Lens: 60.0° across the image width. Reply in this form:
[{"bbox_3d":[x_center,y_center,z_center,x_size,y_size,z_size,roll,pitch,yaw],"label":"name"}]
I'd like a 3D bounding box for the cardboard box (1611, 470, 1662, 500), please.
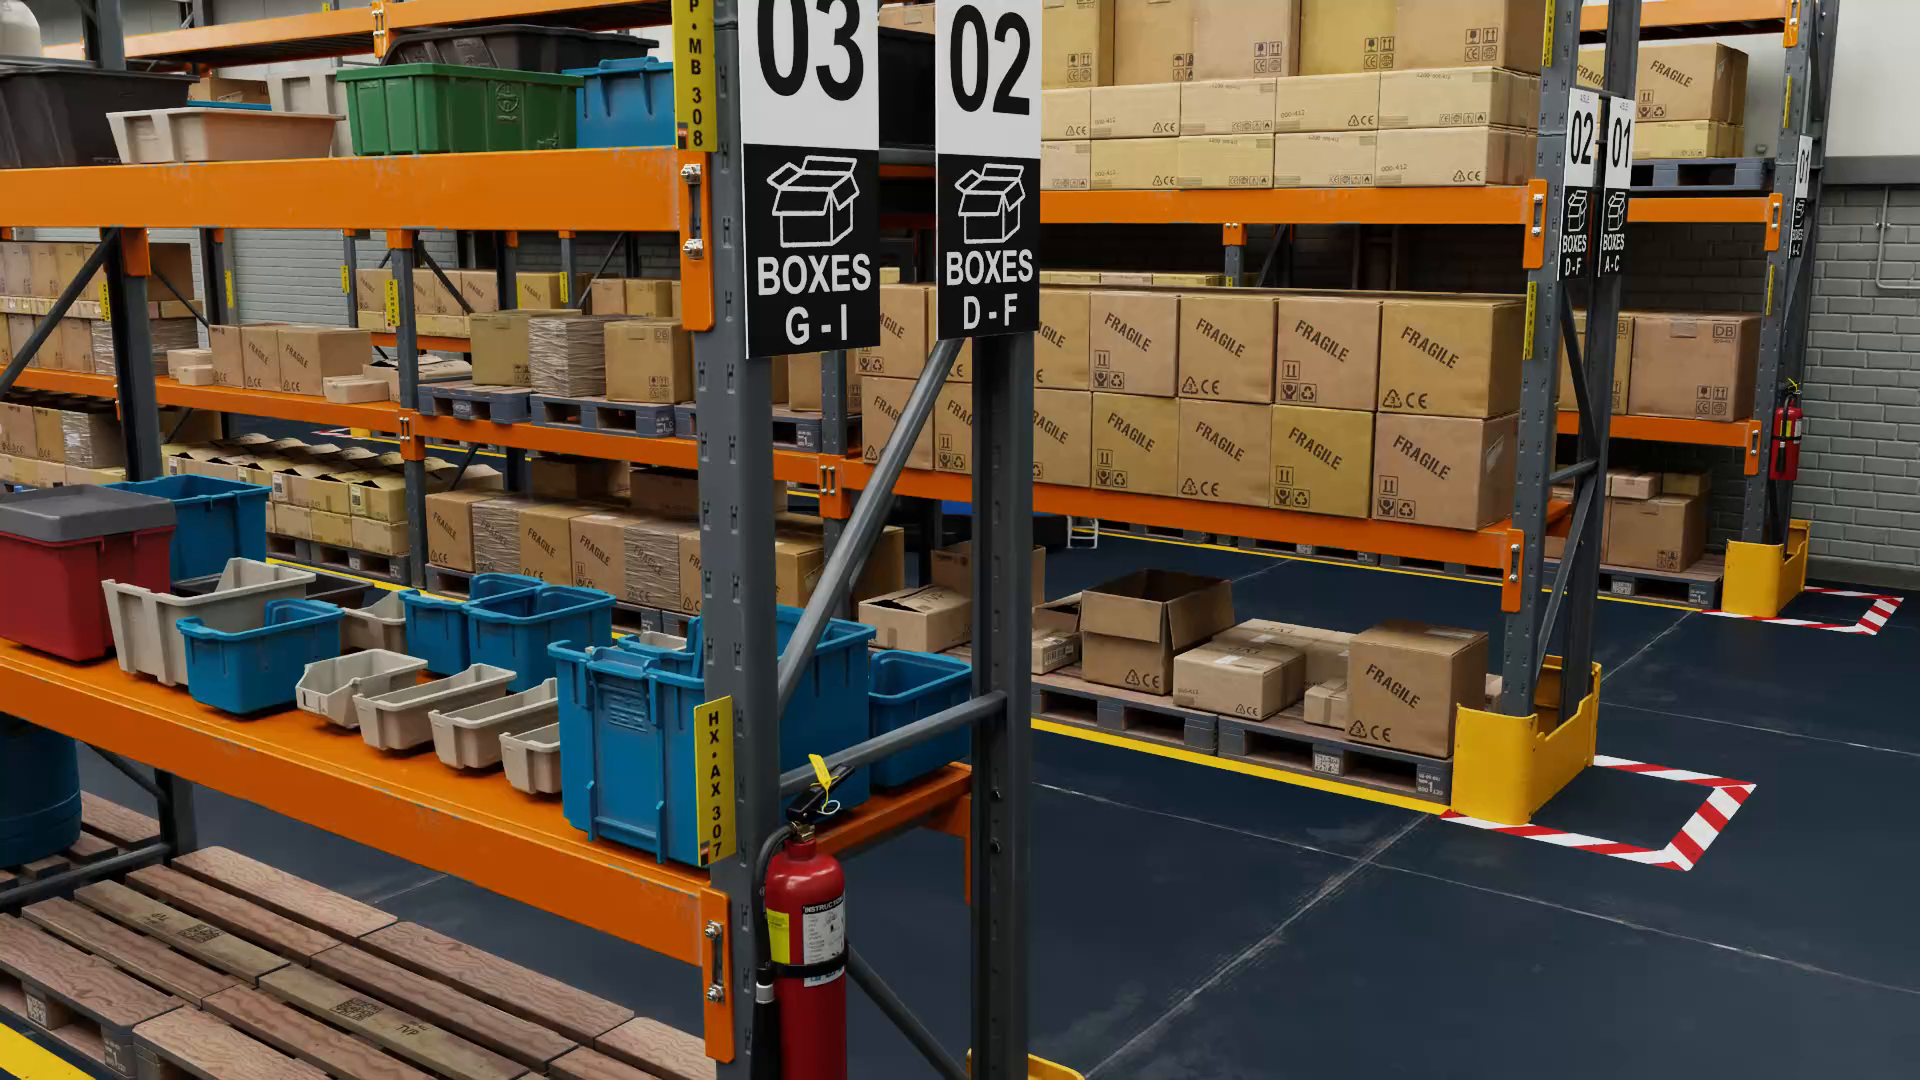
[{"bbox_3d":[4.863,-0.397,11.952,0.250,0.149,0.380,8,13,35],"label":"cardboard box"}]

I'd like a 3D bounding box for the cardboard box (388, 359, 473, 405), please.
[{"bbox_3d":[-3.947,-1.194,12.539,0.500,0.311,0.500,9,14,39],"label":"cardboard box"}]

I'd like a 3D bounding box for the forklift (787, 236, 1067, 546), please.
[{"bbox_3d":[-0.626,-1.450,13.810,3.031,2.935,1.130,1,11,5],"label":"forklift"}]

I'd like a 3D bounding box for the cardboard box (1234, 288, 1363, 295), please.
[{"bbox_3d":[1.741,-1.036,8.590,0.500,0.500,0.500,8,14,36],"label":"cardboard box"}]

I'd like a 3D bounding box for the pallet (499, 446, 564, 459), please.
[{"bbox_3d":[-4.537,-1.100,19.158,1.213,0.211,1.003,8,13,36],"label":"pallet"}]

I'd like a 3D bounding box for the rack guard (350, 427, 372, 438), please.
[{"bbox_3d":[-7.137,-1.613,21.049,0.348,0.500,1.175,8,13,36],"label":"rack guard"}]

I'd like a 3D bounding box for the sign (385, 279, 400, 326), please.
[{"bbox_3d":[-4.005,-1.673,11.733,0.005,0.325,0.100,8,13,36],"label":"sign"}]

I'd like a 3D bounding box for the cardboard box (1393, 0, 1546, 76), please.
[{"bbox_3d":[2.345,-2.359,7.532,0.500,0.500,0.700,8,13,36],"label":"cardboard box"}]

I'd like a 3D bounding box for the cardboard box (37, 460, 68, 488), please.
[{"bbox_3d":[-8.216,-0.626,15.504,0.500,0.250,0.500,8,13,36],"label":"cardboard box"}]

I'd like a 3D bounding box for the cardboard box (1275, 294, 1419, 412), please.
[{"bbox_3d":[1.839,-0.895,7.865,0.500,0.500,0.500,8,14,37],"label":"cardboard box"}]

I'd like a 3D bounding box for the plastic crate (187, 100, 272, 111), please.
[{"bbox_3d":[-2.468,-1.320,5.497,0.300,0.233,0.416,8,13,36],"label":"plastic crate"}]

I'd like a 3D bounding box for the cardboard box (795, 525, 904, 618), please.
[{"bbox_3d":[-0.701,0.179,10.629,0.500,0.500,0.500,7,13,33],"label":"cardboard box"}]

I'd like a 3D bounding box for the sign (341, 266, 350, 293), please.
[{"bbox_3d":[-7.520,-3.190,20.344,0.005,0.325,0.100,8,13,36],"label":"sign"}]

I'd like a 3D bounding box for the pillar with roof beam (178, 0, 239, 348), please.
[{"bbox_3d":[-13.506,-5.863,20.644,0.400,9.000,9.100,8,13,36],"label":"pillar with roof beam"}]

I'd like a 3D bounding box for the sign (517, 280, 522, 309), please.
[{"bbox_3d":[-3.366,-1.804,12.617,0.005,0.325,0.100,8,13,36],"label":"sign"}]

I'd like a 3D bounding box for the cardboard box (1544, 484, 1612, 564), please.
[{"bbox_3d":[4.671,-0.148,12.373,0.500,0.500,0.700,8,13,35],"label":"cardboard box"}]

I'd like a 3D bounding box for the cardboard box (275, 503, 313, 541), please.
[{"bbox_3d":[-5.069,-0.183,13.210,0.500,0.250,0.500,8,14,37],"label":"cardboard box"}]

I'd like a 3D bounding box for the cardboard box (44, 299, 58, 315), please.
[{"bbox_3d":[-8.069,-2.120,15.119,0.250,0.149,0.380,8,13,35],"label":"cardboard box"}]

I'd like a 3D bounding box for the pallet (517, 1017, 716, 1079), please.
[{"bbox_3d":[-0.808,1.738,4.493,1.213,0.211,1.003,8,13,36],"label":"pallet"}]

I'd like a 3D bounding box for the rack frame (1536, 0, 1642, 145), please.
[{"bbox_3d":[2.768,-3.236,7.066,0.127,3.000,1.000,8,13,36],"label":"rack frame"}]

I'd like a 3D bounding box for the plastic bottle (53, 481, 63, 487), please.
[{"bbox_3d":[-3.515,-0.052,6.532,0.185,0.351,0.144,8,13,36],"label":"plastic bottle"}]

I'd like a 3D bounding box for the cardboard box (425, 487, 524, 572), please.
[{"bbox_3d":[-3.482,-0.084,11.989,0.500,0.500,0.500,9,14,38],"label":"cardboard box"}]

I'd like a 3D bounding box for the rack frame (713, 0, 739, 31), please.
[{"bbox_3d":[-0.167,-2.478,3.148,0.127,3.000,1.000,8,13,36],"label":"rack frame"}]

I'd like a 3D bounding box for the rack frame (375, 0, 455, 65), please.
[{"bbox_3d":[-3.680,-4.136,11.715,0.127,3.000,1.000,8,13,36],"label":"rack frame"}]

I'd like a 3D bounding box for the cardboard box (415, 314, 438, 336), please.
[{"bbox_3d":[-6.159,-2.567,19.742,0.500,0.250,0.500,8,13,35],"label":"cardboard box"}]

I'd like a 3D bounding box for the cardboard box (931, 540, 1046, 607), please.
[{"bbox_3d":[0.172,0.291,10.049,0.500,0.500,0.500,8,13,36],"label":"cardboard box"}]

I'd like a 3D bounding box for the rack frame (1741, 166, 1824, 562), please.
[{"bbox_3d":[5.698,-1.050,11.558,0.127,3.000,1.000,8,13,36],"label":"rack frame"}]

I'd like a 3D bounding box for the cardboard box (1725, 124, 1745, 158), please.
[{"bbox_3d":[5.254,-2.823,11.856,0.500,0.250,0.500,9,14,38],"label":"cardboard box"}]

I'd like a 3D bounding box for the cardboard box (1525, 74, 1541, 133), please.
[{"bbox_3d":[2.508,-2.033,7.822,0.500,0.250,0.500,8,13,36],"label":"cardboard box"}]

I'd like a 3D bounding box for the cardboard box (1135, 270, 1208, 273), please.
[{"bbox_3d":[1.831,-2.222,14.543,0.500,0.250,0.500,8,14,36],"label":"cardboard box"}]

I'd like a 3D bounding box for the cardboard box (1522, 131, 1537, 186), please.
[{"bbox_3d":[2.505,-1.786,7.864,0.500,0.250,0.500,8,13,36],"label":"cardboard box"}]

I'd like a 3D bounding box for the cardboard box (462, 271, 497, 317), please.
[{"bbox_3d":[-5.344,-2.822,19.089,0.500,0.500,0.500,7,13,34],"label":"cardboard box"}]

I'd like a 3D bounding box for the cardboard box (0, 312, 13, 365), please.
[{"bbox_3d":[-8.936,-1.969,16.048,0.500,0.500,0.700,8,14,36],"label":"cardboard box"}]

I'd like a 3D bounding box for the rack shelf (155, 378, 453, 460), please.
[{"bbox_3d":[-5.292,-1.062,13.515,4.000,0.370,1.077,8,13,36],"label":"rack shelf"}]

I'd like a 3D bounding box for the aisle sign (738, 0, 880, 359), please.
[{"bbox_3d":[-0.282,-0.756,3.197,0.004,0.787,0.394,8,13,36],"label":"aisle sign"}]

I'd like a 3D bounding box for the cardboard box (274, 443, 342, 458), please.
[{"bbox_3d":[-5.584,-0.656,14.179,0.500,0.311,0.500,8,13,35],"label":"cardboard box"}]

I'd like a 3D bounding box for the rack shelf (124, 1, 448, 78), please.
[{"bbox_3d":[-5.292,-3.811,12.983,4.000,0.370,1.077,8,13,36],"label":"rack shelf"}]

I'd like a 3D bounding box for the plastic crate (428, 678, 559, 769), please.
[{"bbox_3d":[-1.156,0.468,4.248,0.243,0.136,0.396,8,13,36],"label":"plastic crate"}]

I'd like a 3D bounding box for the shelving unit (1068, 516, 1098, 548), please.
[{"bbox_3d":[1.036,-0.571,13.814,0.258,1.200,0.503,2,11,5],"label":"shelving unit"}]

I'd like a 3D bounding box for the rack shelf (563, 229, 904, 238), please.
[{"bbox_3d":[-2.362,-3.293,17.152,4.000,0.370,1.077,8,13,36],"label":"rack shelf"}]

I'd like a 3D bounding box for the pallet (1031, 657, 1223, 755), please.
[{"bbox_3d":[1.085,0.843,9.116,1.213,0.211,1.003,8,13,36],"label":"pallet"}]

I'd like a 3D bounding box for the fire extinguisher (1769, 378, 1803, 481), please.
[{"bbox_3d":[5.546,-0.741,11.147,0.183,0.674,0.296,8,13,36],"label":"fire extinguisher"}]

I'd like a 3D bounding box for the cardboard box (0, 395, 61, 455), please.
[{"bbox_3d":[-9.012,-1.109,16.026,0.500,0.500,0.500,8,13,36],"label":"cardboard box"}]

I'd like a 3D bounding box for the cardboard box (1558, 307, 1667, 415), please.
[{"bbox_3d":[4.688,-1.333,12.231,0.700,0.700,0.980,8,13,35],"label":"cardboard box"}]

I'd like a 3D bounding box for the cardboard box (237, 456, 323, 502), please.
[{"bbox_3d":[-5.478,-0.514,13.447,0.500,0.311,0.500,8,14,37],"label":"cardboard box"}]

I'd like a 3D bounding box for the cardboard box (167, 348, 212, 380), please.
[{"bbox_3d":[-6.481,-1.518,14.372,0.500,0.250,0.500,9,14,39],"label":"cardboard box"}]

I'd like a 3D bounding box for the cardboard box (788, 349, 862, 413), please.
[{"bbox_3d":[-0.705,-1.083,10.363,0.500,0.500,0.700,3,11,16],"label":"cardboard box"}]

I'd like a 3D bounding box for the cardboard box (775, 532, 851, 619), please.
[{"bbox_3d":[-1.023,0.259,10.216,0.500,0.500,0.500,8,13,35],"label":"cardboard box"}]

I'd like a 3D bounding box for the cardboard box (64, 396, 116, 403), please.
[{"bbox_3d":[-8.302,-1.133,16.146,0.500,0.500,0.500,8,13,36],"label":"cardboard box"}]

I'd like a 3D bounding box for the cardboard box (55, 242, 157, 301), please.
[{"bbox_3d":[-7.673,-2.431,15.022,0.500,0.500,0.700,8,13,35],"label":"cardboard box"}]

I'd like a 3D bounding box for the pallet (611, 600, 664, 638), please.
[{"bbox_3d":[-2.121,0.406,11.376,1.213,0.211,1.003,8,13,36],"label":"pallet"}]

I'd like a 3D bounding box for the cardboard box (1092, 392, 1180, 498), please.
[{"bbox_3d":[1.021,-0.520,8.557,0.500,0.500,0.500,8,13,35],"label":"cardboard box"}]

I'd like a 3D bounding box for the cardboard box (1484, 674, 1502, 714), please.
[{"bbox_3d":[2.634,0.793,8.380,0.250,0.149,0.380,8,13,36],"label":"cardboard box"}]

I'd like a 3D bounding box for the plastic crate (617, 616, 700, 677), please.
[{"bbox_3d":[-0.701,0.368,4.515,0.300,0.233,0.416,8,13,36],"label":"plastic crate"}]

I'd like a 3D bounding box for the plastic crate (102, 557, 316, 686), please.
[{"bbox_3d":[-2.269,0.246,5.015,0.530,0.282,0.437,8,13,36],"label":"plastic crate"}]
